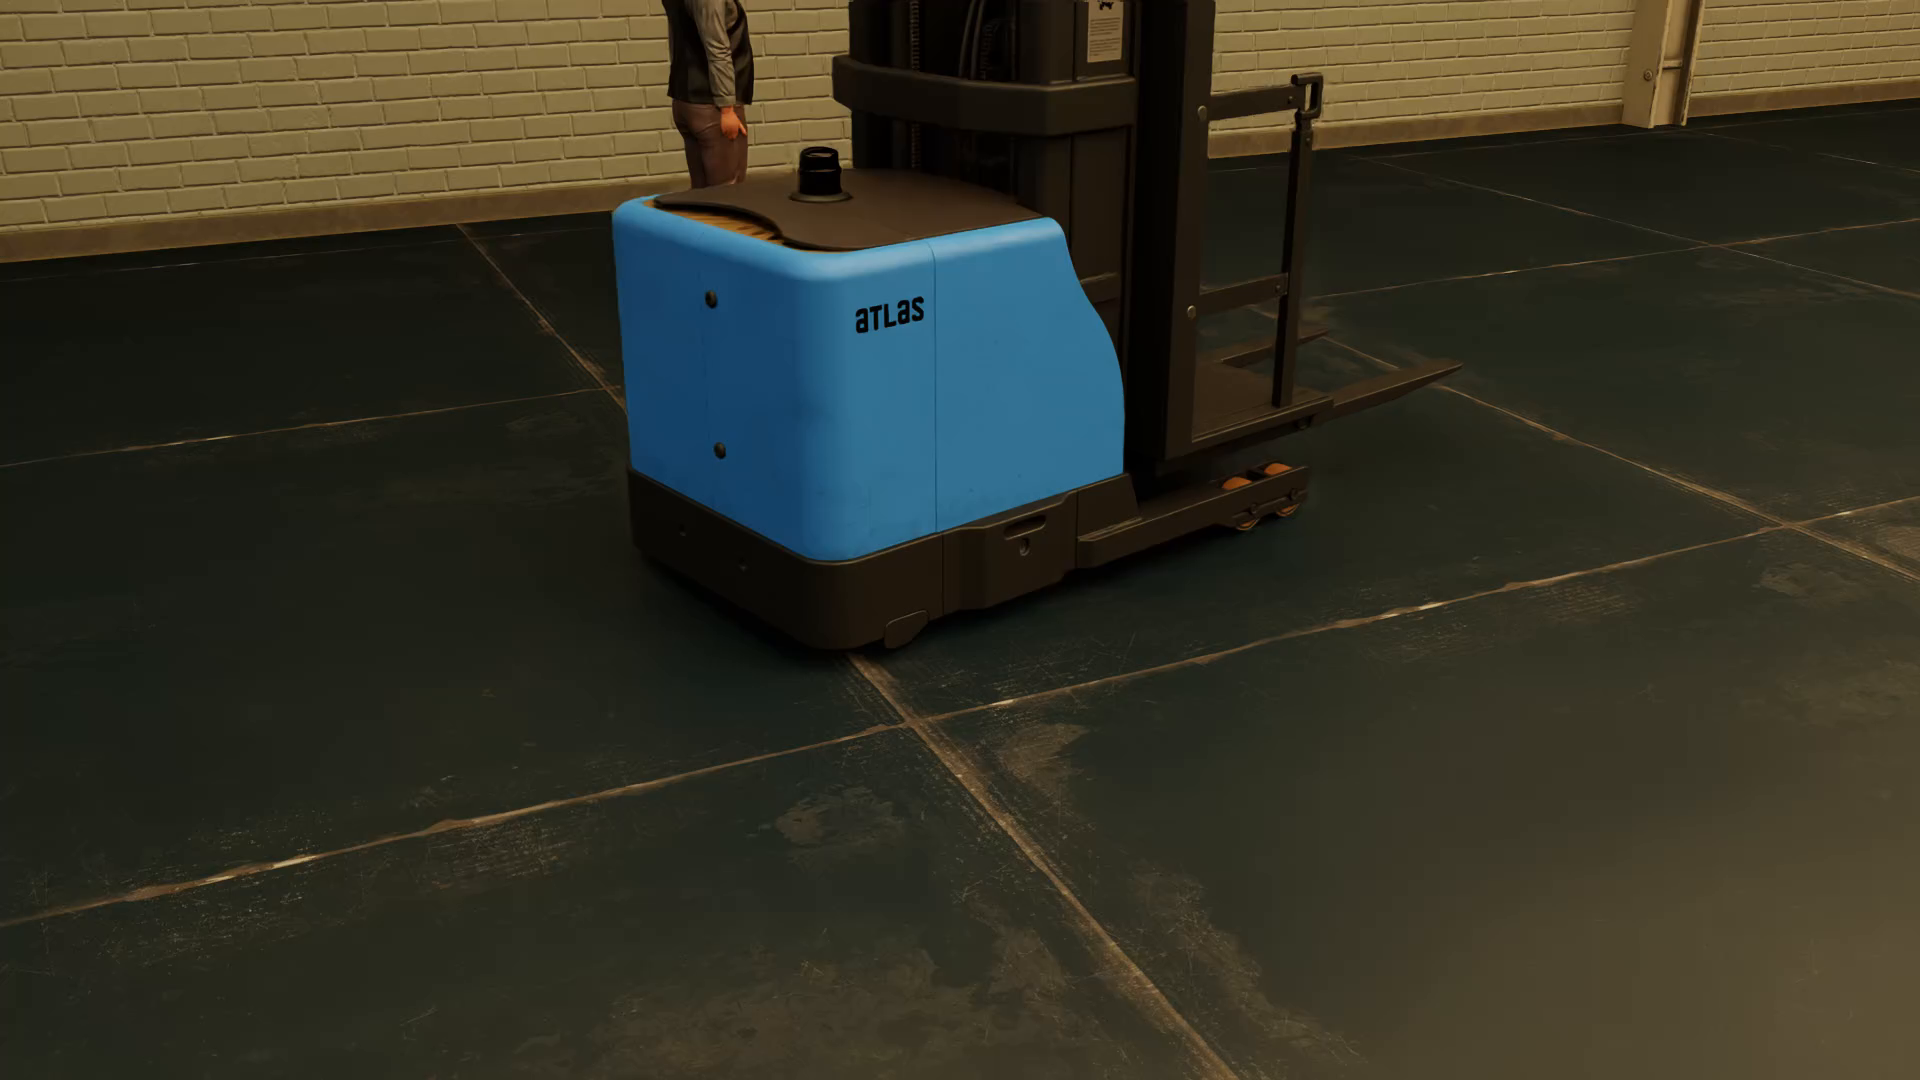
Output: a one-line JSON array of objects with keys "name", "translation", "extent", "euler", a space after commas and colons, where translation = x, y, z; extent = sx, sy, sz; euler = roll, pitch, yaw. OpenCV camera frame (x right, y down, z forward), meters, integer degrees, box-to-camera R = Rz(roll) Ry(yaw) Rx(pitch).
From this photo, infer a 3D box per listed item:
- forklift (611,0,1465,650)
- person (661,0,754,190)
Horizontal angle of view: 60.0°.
[{"name": "forklift", "translation": [0.479, -1.518, 4.940], "extent": [3.031, 2.935, 1.130], "euler": [-18, 29, -37]}, {"name": "person", "translation": [-1.114, -1.950, 7.557], "extent": [0.375, 1.724, 0.525], "euler": [-12, 26, -27]}]
